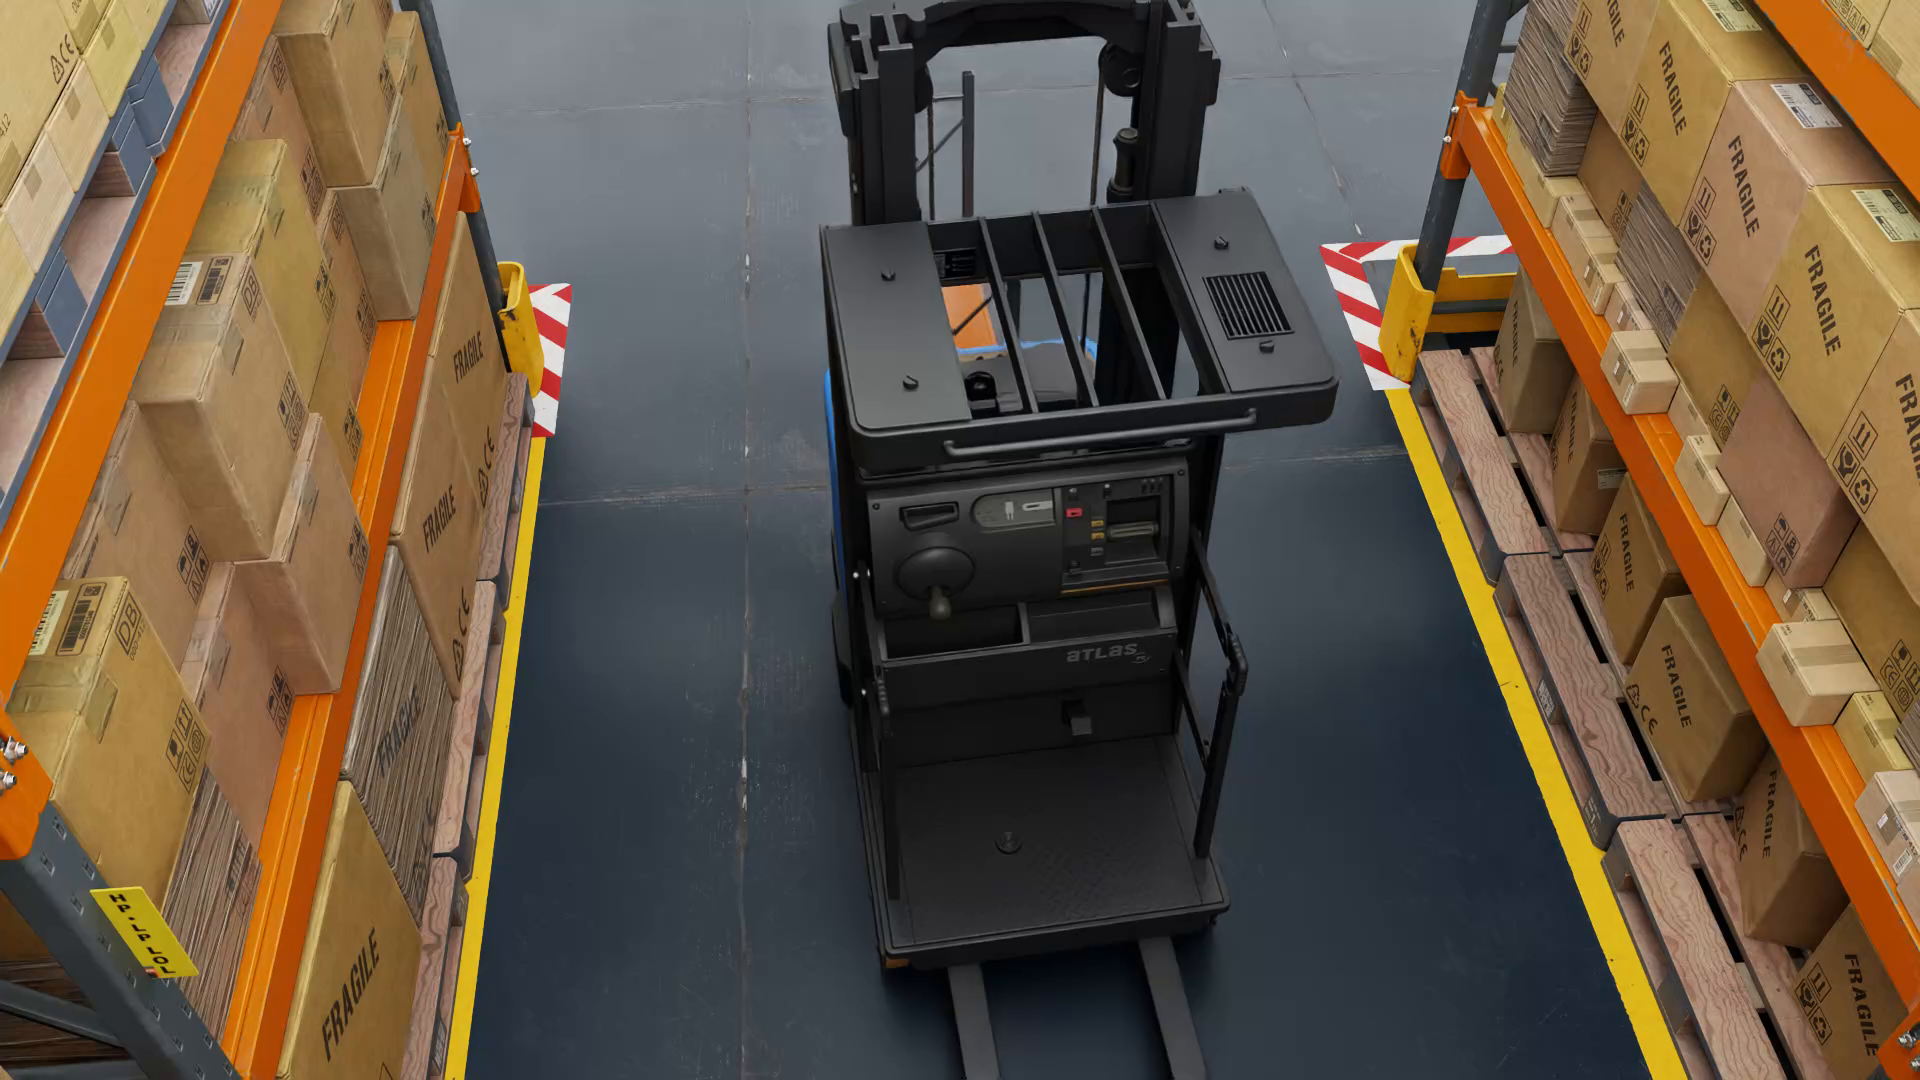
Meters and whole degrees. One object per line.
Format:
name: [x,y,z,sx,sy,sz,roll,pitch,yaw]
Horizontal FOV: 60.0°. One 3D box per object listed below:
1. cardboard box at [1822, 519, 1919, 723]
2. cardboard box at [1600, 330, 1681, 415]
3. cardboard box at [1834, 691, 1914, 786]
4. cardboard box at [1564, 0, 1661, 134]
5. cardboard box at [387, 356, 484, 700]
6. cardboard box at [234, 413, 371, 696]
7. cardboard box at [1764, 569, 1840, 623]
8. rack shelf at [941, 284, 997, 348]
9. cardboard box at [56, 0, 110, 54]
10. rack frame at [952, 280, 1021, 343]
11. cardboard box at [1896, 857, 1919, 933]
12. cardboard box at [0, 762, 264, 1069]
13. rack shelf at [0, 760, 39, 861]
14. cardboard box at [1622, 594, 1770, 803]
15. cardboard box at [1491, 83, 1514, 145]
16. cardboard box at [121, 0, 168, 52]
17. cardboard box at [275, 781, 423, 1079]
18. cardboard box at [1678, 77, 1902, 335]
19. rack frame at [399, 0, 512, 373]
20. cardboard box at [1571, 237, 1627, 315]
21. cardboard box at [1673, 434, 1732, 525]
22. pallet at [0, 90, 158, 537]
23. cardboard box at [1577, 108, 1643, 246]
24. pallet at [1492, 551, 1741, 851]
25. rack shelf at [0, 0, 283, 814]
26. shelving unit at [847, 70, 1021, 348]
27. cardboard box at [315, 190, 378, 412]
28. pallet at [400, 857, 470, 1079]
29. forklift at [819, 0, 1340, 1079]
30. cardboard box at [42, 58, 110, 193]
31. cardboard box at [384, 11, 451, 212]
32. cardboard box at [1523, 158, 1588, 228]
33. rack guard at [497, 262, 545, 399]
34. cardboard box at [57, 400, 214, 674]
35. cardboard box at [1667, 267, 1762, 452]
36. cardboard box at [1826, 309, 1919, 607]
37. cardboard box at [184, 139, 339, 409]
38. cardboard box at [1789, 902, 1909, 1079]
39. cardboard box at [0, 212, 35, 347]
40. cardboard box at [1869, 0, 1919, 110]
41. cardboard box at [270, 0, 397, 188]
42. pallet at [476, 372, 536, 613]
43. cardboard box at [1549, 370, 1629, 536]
cardboard box: [2.851,0.116,4.301,0.875,0.500,0.500,-3,47,-3]
cardboard box: [2.314,-0.550,5.378,0.380,0.149,0.250,-3,47,-3]
cardboard box: [2.550,0.529,4.357,0.380,0.149,0.250,-3,47,-3]
cardboard box: [2.308,-1.652,5.286,0.500,0.500,0.500,-3,47,-3]
cardboard box: [-2.254,-0.011,5.868,0.875,0.875,0.875,-4,47,-4]
cardboard box: [-2.157,0.062,4.522,0.875,0.550,0.550,-3,47,-3]
cardboard box: [2.528,0.166,4.700,0.380,0.149,0.250,-3,47,-3]
rack shelf: [-0.115,-0.765,6.689,0.538,0.185,1.000,-6,47,-6]
cardboard box: [-1.966,-1.188,3.283,0.500,0.250,0.500,-4,47,-4]
rack frame: [-0.037,-0.524,6.213,0.500,1.500,0.032,-6,47,-6]
cardboard box: [2.522,0.895,4.010,0.380,0.149,0.250,-3,47,-3]
cardboard box: [-2.160,0.856,3.770,0.875,0.550,0.550,-3,47,-3]
rack shelf: [-1.950,1.837,1.374,1.077,0.370,4.000,-3,47,-3]
cardboard box: [2.654,0.511,5.633,0.500,0.500,0.500,-7,47,-7]
cardboard box: [2.285,-1.641,6.411,0.380,0.149,0.250,-3,47,-3]
cardboard box: [-1.918,-1.155,3.527,0.380,0.149,0.250,-3,47,-3]
cardboard box: [-2.101,1.301,4.626,0.875,0.875,0.875,-3,47,-3]
cardboard box: [2.399,-0.929,4.601,0.500,0.500,0.500,-3,47,-3]
rack frame: [-2.453,-1.720,6.313,1.000,3.000,0.127,-3,47,-3]
cardboard box: [2.348,-0.916,5.725,0.380,0.149,0.250,-3,47,-3]
cardboard box: [2.411,-0.192,5.039,0.380,0.149,0.250,-3,47,-3]
pallet: [-2.176,-0.419,3.076,1.003,0.211,1.213,-3,47,-3]
cardboard box: [2.679,-1.331,5.671,0.875,0.500,0.500,-3,47,-3]
pallet: [2.637,0.536,6.097,1.003,0.211,1.213,-3,47,-3]
rack shelf: [-2.285,-1.057,4.115,1.077,0.370,4.000,-3,47,-3]
shelving unit: [-0.114,-0.882,6.552,0.587,1.500,1.083,-6,47,-6]
cardboard box: [-2.387,-0.696,5.240,0.875,0.550,0.550,-3,47,-3]
pallet: [-2.103,1.578,5.110,1.003,0.211,1.213,-3,47,-3]
forklift: [0.238,0.098,4.639,1.130,2.935,3.031,-6,47,-6]
cardboard box: [-1.873,-0.783,3.174,0.380,0.149,0.250,-4,47,-4]
cardboard box: [-2.376,-1.506,6.007,0.875,0.550,0.550,-3,47,-3]
cardboard box: [2.293,-1.277,6.067,0.380,0.149,0.250,-3,47,-3]
rack guard: [-2.455,-0.878,7.237,1.175,0.500,0.348,-3,47,-3]
cardboard box: [-2.276,0.091,3.750,0.875,0.550,0.550,-3,47,-3]
cardboard box: [2.708,-0.604,4.982,0.875,0.500,0.500,-3,47,-3]
cardboard box: [2.478,-0.205,3.916,0.500,0.500,0.500,-3,47,-3]
cardboard box: [-2.237,-0.691,4.491,0.875,0.550,0.500,-3,47,-3]
cardboard box: [2.840,1.369,4.820,0.500,0.500,0.500,-5,47,-5]
cardboard box: [-1.833,-0.421,2.832,0.380,0.149,0.250,-3,47,-3]
cardboard box: [2.454,-1.095,3.758,0.500,0.250,0.500,-4,47,-4]
cardboard box: [-2.322,-1.480,5.238,0.875,0.550,0.550,-3,47,-3]
pallet: [-2.308,-0.187,6.782,1.003,0.211,1.213,-3,47,-3]
cardboard box: [2.618,-0.350,6.448,0.500,0.500,0.500,8,47,7]
